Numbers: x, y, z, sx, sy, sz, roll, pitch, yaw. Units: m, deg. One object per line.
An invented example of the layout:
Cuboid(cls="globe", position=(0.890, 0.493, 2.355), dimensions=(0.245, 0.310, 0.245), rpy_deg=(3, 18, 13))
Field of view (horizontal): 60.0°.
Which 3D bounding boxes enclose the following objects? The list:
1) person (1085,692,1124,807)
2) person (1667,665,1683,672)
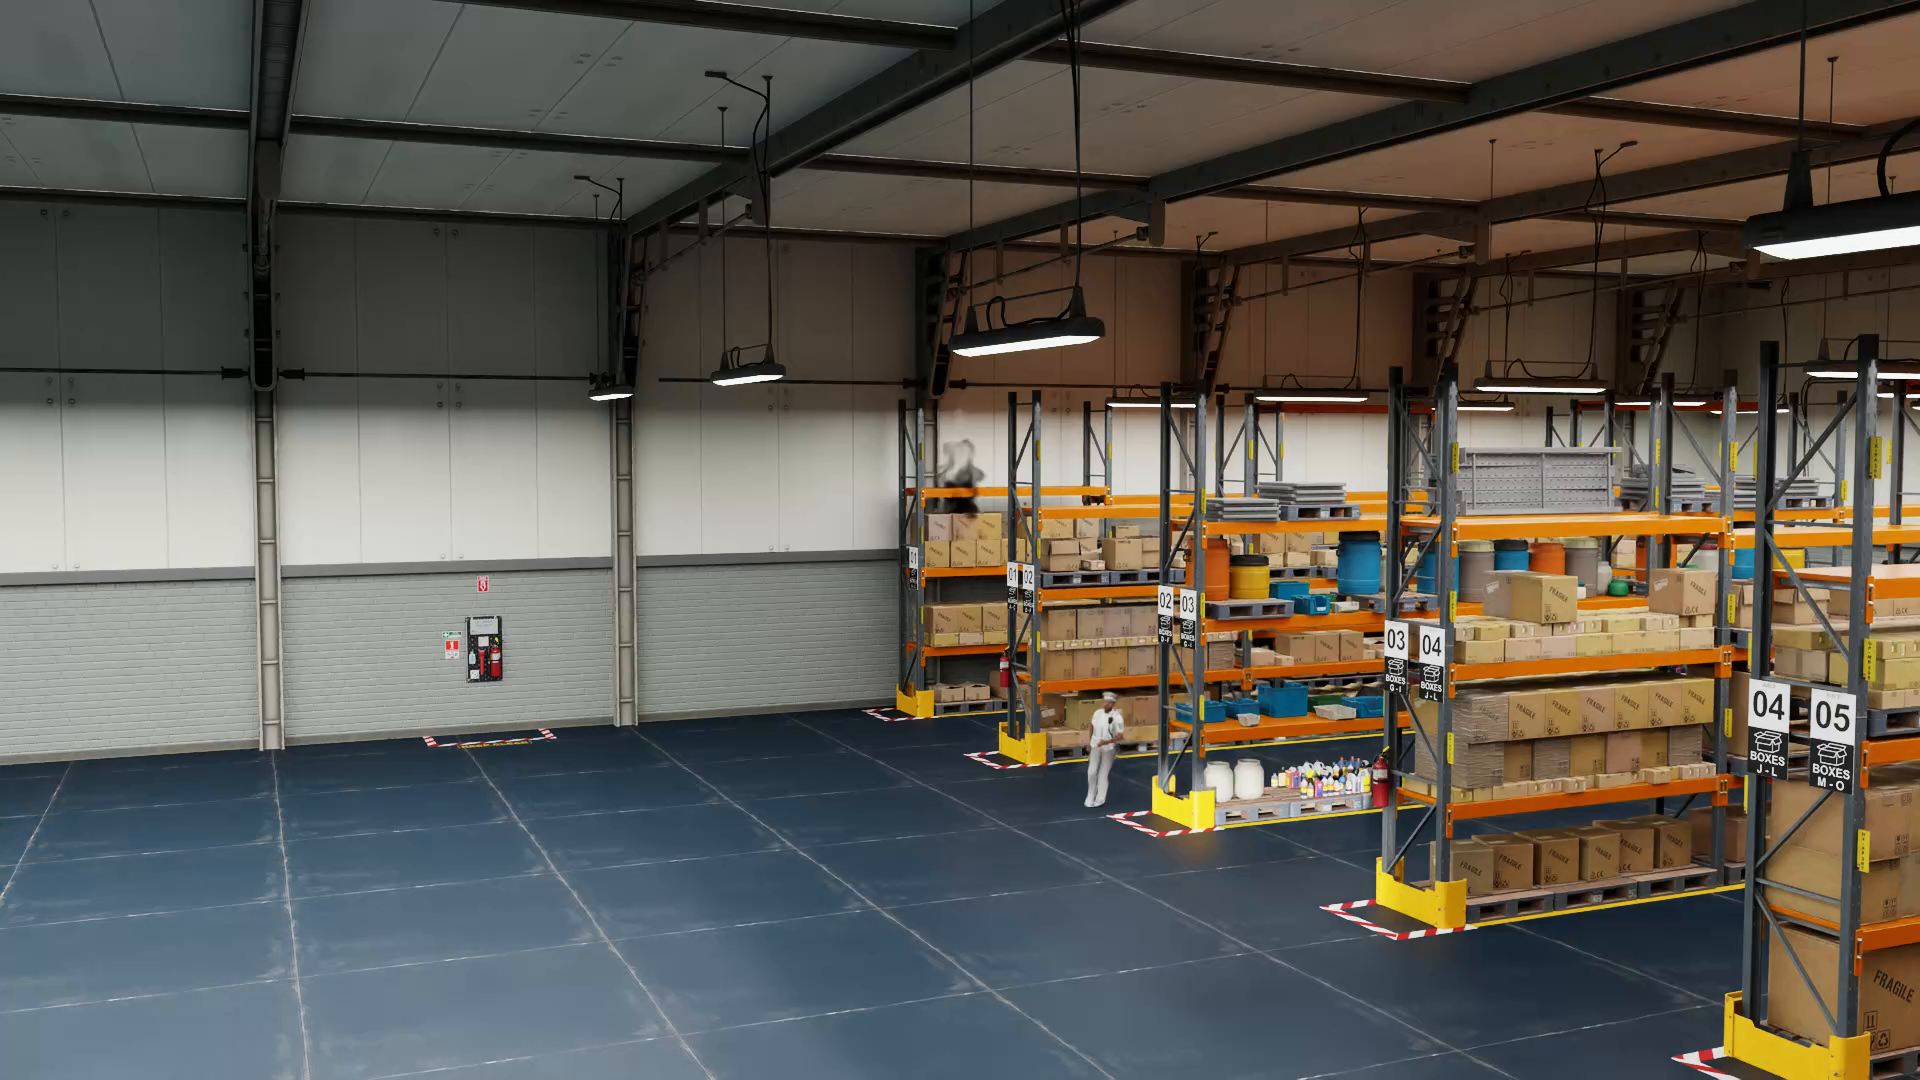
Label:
Cuboid(cls="person", position=(2.027, 2.952, 23.420), dimensions=(0.566, 1.650, 0.606), rpy_deg=(1, 4, 20))
Cuboid(cls="person", position=(12.739, 2.589, 29.842), dimensions=(0.846, 1.621, 0.578), rpy_deg=(-2, 4, -33))
